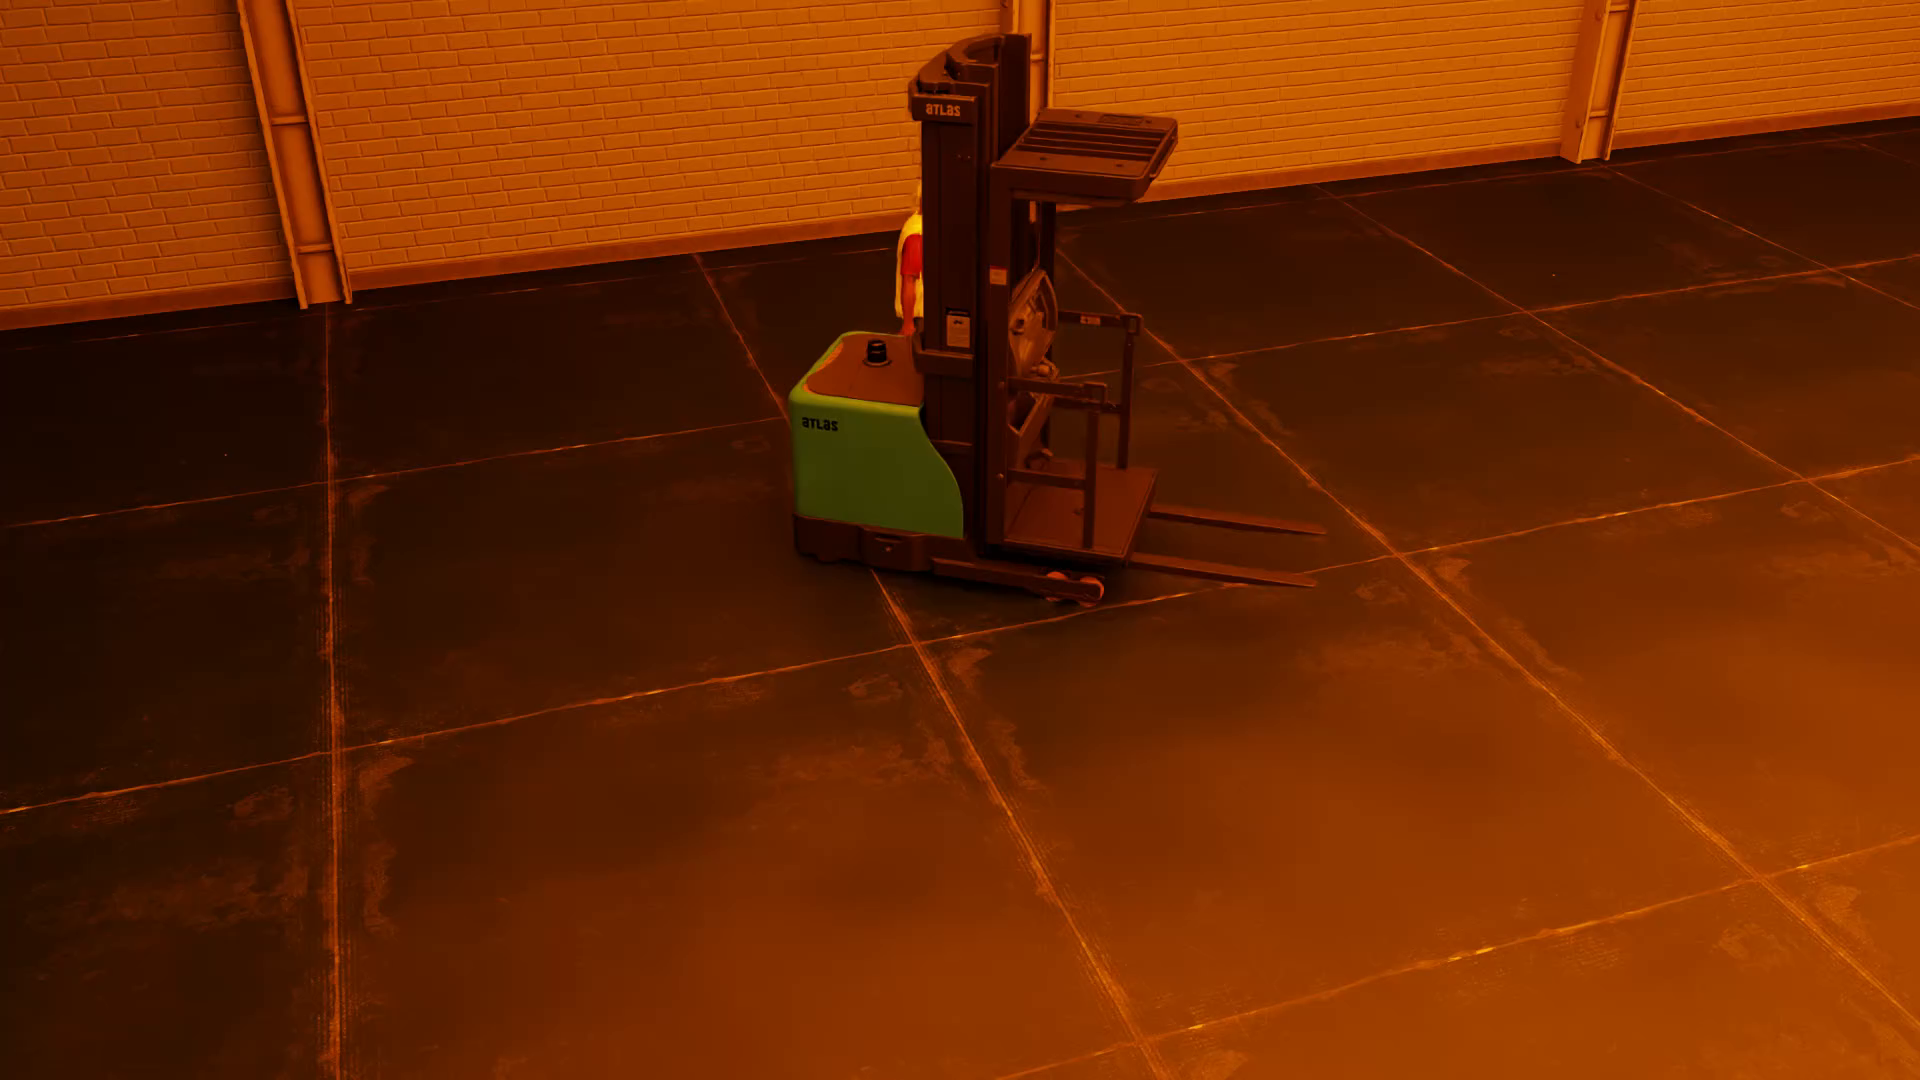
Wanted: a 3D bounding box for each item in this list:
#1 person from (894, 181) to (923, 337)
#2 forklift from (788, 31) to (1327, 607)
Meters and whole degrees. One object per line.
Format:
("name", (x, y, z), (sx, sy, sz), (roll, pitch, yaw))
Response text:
("person", (-0.244, -1.538, 10.992), (0.472, 1.733, 0.883), (0, 30, 1))
("forklift", (0.592, -1.191, 9.156), (3.031, 2.935, 1.130), (8, 31, 14))
